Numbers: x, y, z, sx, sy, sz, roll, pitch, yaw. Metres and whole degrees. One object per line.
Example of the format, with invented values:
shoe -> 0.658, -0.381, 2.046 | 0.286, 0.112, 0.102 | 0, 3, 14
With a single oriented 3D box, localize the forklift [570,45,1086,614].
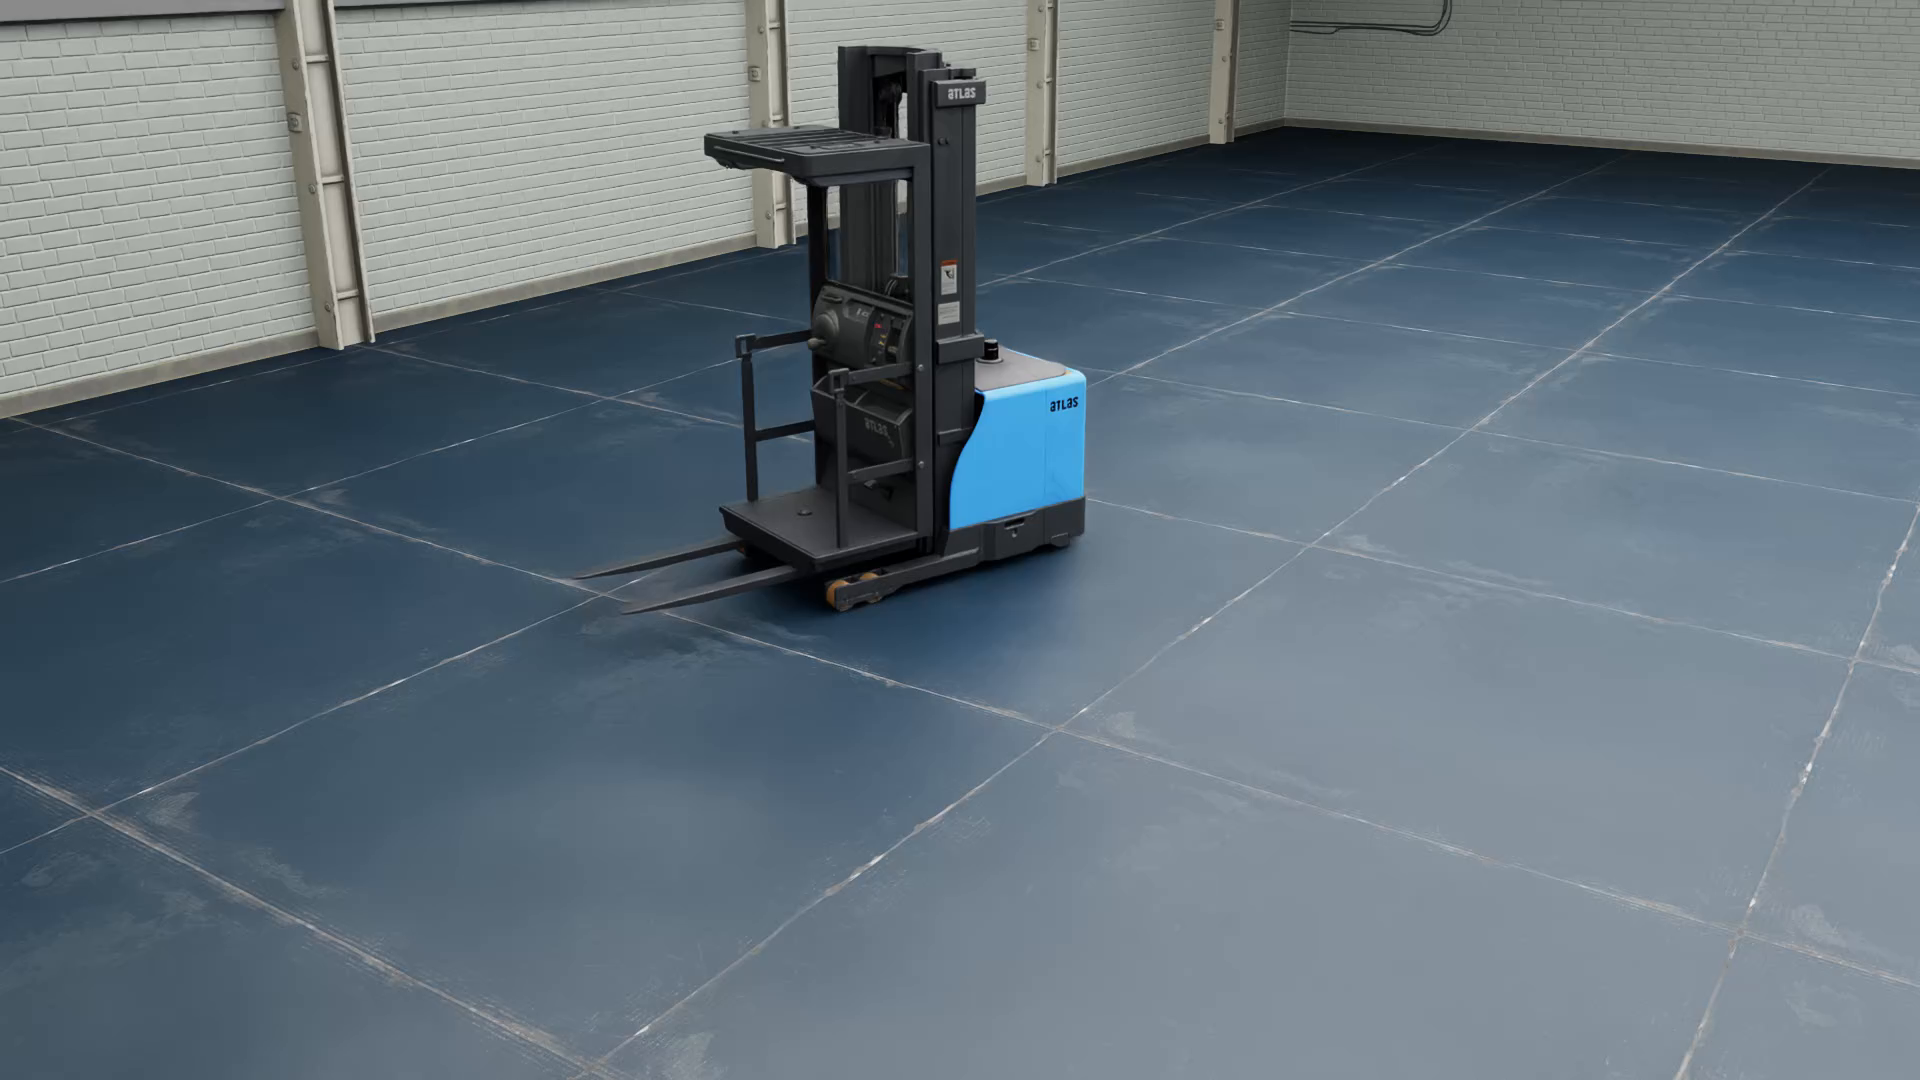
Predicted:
forklift -> -0.722, -1.190, 9.257 | 3.031, 2.935, 1.130 | -14, 25, -34

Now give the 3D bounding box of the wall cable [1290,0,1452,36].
wall cable -> 7.307, -10.298, 29.610 | 3.097, 2.526, 0.112 | 13, 24, 32

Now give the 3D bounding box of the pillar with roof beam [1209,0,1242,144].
pillar with roof beam -> 8.118, -10.327, 25.214 | 9.100, 9.000, 0.400 | 13, 24, 32

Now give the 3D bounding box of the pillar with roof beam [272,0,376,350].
pillar with roof beam -> -2.001, -5.163, 11.252 | 9.100, 9.000, 0.400 | 13, 24, 32

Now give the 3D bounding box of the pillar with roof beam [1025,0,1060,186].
pillar with roof beam -> 4.745, -8.606, 20.560 | 9.100, 9.000, 0.400 | 13, 24, 32

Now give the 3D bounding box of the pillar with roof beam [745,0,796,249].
pillar with roof beam -> 1.372, -6.884, 15.906 | 9.100, 9.000, 0.400 | 13, 24, 32
